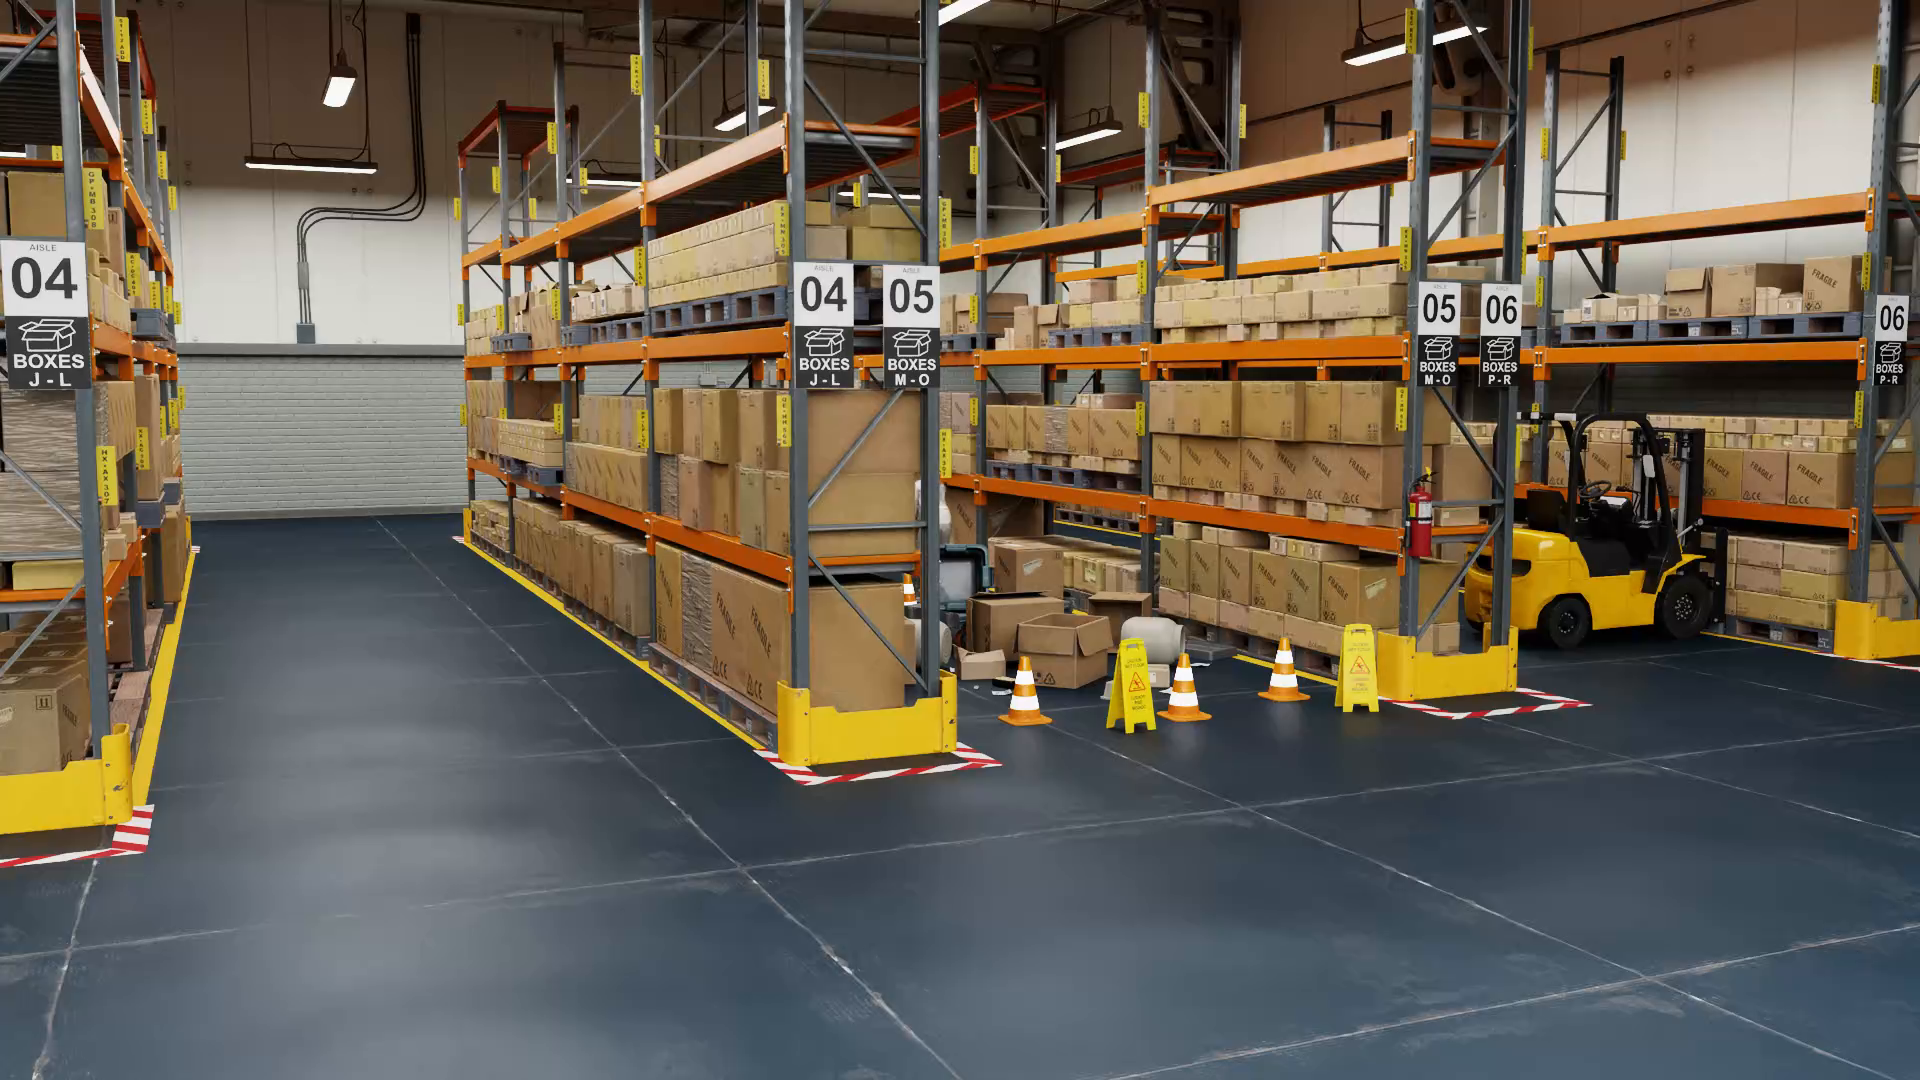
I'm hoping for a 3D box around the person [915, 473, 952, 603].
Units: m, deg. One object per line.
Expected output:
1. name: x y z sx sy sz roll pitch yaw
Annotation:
1. person: -0.337 -0.105 18.445 0.408 1.605 0.570 -3 6 -25
